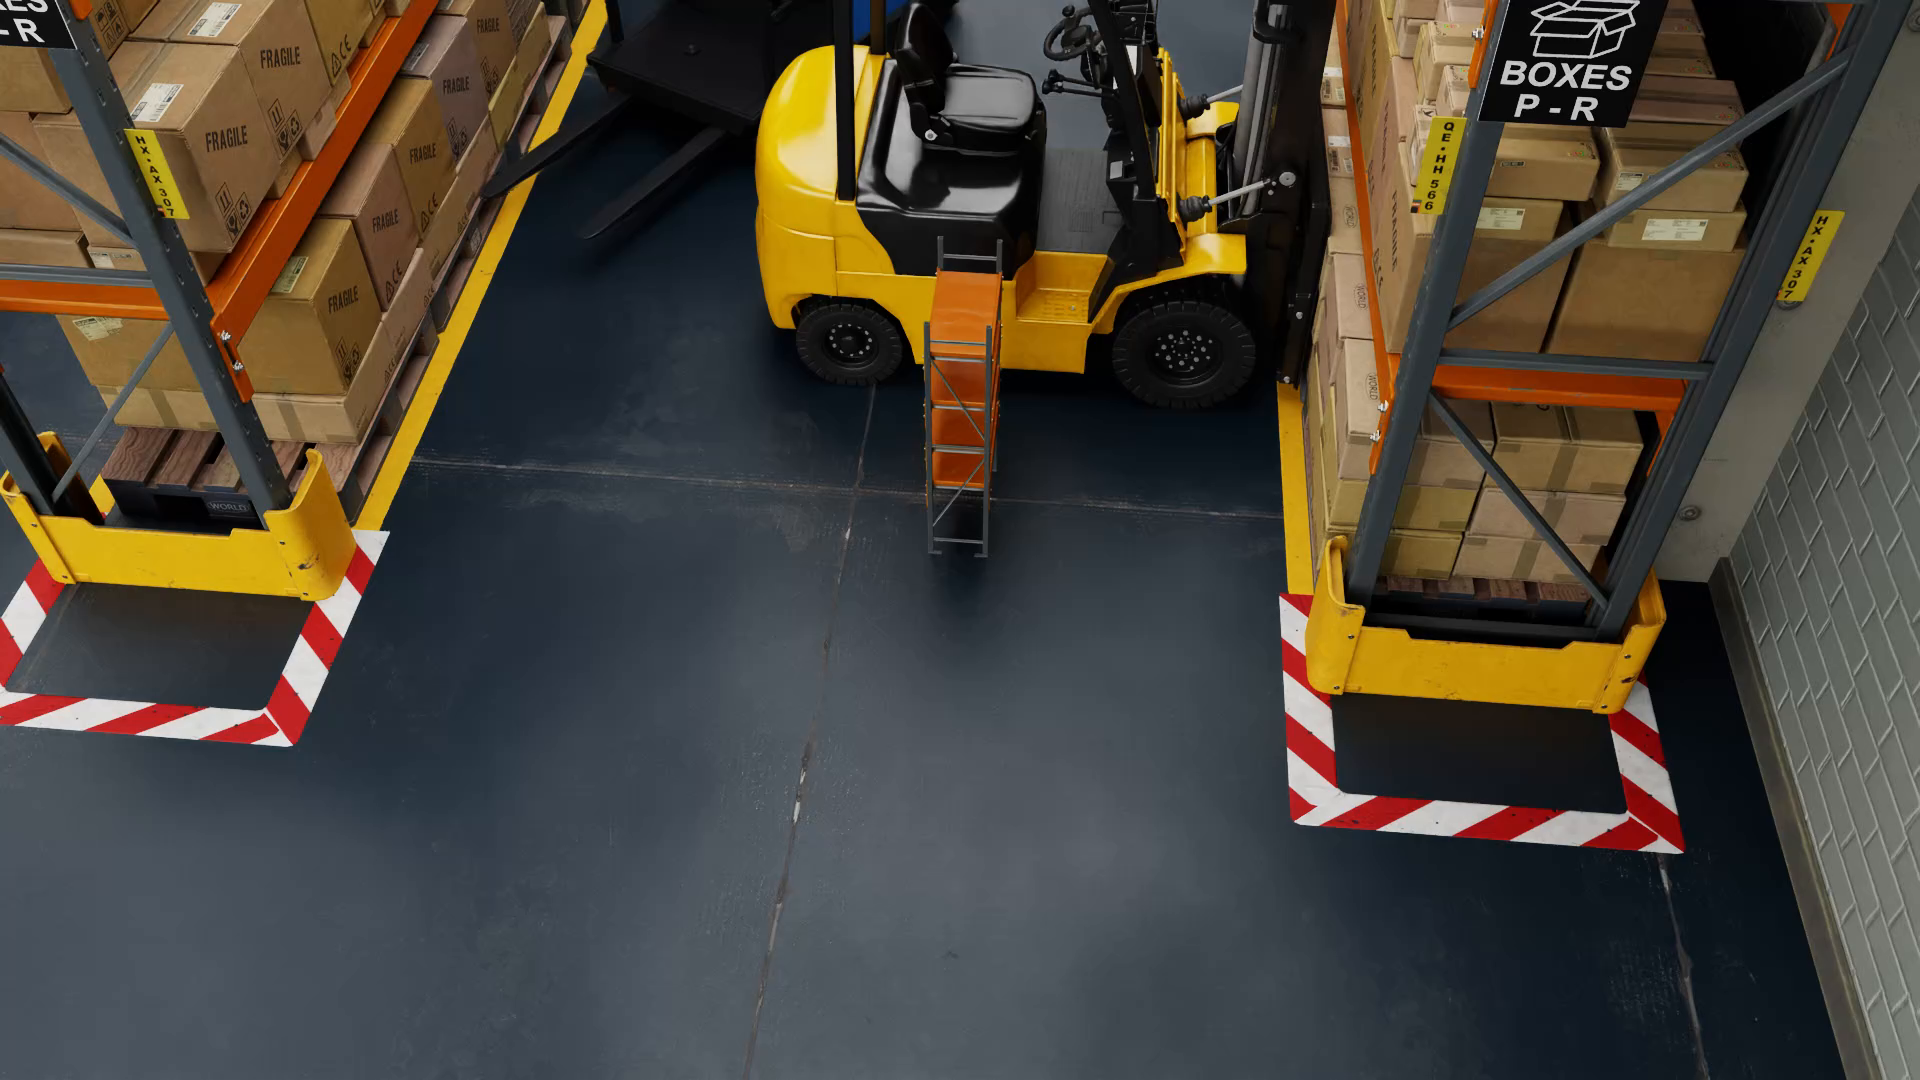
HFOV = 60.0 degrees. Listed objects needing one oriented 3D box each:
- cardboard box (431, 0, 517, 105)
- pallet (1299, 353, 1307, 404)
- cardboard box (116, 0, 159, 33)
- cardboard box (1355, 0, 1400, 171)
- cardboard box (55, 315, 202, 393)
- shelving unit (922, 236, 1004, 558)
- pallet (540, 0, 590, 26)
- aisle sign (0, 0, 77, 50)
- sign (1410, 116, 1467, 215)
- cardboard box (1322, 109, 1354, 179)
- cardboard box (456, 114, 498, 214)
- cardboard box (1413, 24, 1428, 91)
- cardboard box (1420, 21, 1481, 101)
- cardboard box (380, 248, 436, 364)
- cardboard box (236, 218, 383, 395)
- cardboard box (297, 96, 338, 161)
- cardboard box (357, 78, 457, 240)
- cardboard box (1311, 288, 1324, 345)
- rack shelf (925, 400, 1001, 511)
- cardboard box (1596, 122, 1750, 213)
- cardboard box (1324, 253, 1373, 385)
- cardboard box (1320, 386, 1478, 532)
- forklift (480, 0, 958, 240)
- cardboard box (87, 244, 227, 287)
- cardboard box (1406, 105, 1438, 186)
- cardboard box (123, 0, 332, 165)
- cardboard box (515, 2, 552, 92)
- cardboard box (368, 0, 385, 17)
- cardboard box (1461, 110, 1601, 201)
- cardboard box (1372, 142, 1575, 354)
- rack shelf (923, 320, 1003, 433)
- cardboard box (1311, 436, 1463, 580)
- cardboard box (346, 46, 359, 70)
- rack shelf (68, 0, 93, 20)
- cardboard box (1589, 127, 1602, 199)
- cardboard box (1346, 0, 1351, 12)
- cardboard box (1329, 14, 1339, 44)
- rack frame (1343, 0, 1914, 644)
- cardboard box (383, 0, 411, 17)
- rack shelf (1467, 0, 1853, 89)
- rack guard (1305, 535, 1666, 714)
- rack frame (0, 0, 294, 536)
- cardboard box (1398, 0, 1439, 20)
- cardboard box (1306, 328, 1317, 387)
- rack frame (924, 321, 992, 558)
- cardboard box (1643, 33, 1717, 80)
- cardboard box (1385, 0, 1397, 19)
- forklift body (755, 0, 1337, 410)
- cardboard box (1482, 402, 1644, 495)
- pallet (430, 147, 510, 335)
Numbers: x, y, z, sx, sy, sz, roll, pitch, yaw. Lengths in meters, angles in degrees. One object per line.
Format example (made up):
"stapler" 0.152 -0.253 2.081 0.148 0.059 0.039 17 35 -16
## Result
"cardboard box" -2.504 -2.458 8.036 0.500 0.500 0.500 5 48 4
"pallet" 2.048 -1.065 7.581 1.003 0.211 1.213 4 48 4
"cardboard box" -3.155 -2.112 5.702 0.700 0.500 0.500 4 48 4
"cardboard box" 1.792 -1.718 6.221 0.500 0.500 0.500 3 48 3
"cardboard box" -3.224 -0.952 6.658 0.500 0.500 0.500 4 48 4
"shelving unit" 0.015 -0.527 6.419 0.258 1.200 0.503 4 48 4
"pallet" -2.603 -3.449 9.762 1.003 0.211 1.213 4 48 4
"aisle sign" -2.734 -1.690 4.501 0.394 0.787 0.004 4 48 4
"sign" 1.367 -1.065 4.746 0.100 0.325 0.005 4 48 4
"cardboard box" 1.768 -1.577 7.061 0.500 0.250 0.500 3 48 3
"cardboard box" -2.549 -1.814 7.955 0.500 0.250 0.500 5 48 4
"cardboard box" 1.771 -1.632 5.702 0.380 0.149 0.250 4 48 3
"cardboard box" 1.717 -1.556 5.431 0.380 0.149 0.250 5 48 4
"cardboard box" -2.635 -1.041 7.248 0.500 0.250 0.500 5 48 5
"cardboard box" -2.687 -0.937 6.645 0.500 0.500 0.500 2 48 2
"cardboard box" -2.618 -1.589 6.341 0.380 0.149 0.250 5 48 4
"cardboard box" -2.590 -1.690 7.333 0.500 0.500 0.500 5 48 4
"cardboard box" 1.722 -1.057 6.924 0.500 0.250 0.500 3 48 3
"rack shelf" 0.015 -0.347 6.615 0.258 0.148 0.480 4 48 4
"cardboard box" 2.149 -1.133 5.045 0.380 0.149 0.250 3 48 3
"cardboard box" 1.678 -0.834 6.381 0.500 0.250 0.500 5 48 4
"cardboard box" 1.639 -0.309 6.240 0.500 0.250 0.500 3 48 3
"forklift" -1.217 -3.311 7.792 1.130 2.935 3.031 25 52 21
"cardboard box" -2.800 -1.030 5.829 0.380 0.149 0.250 4 48 4
"cardboard box" 1.652 -1.264 5.366 0.380 0.149 0.250 5 48 4
"cardboard box" -2.674 -1.723 6.024 0.500 0.500 0.500 5 48 5
"cardboard box" -2.459 -2.579 8.655 0.500 0.250 0.500 6 48 5
"cardboard box" -2.591 -2.472 6.709 0.500 0.500 0.500 3 48 3
"cardboard box" 1.729 -1.178 5.086 0.380 0.149 0.250 4 48 4
"cardboard box" 1.689 -0.961 5.528 0.500 0.500 0.500 3 48 3
"rack shelf" 0.015 -0.632 6.303 0.258 0.148 0.480 4 48 4
"cardboard box" 1.634 -0.128 6.413 0.500 0.250 0.500 4 48 4
"cardboard box" -2.663 -1.980 6.698 0.380 0.149 0.250 5 48 5
"rack shelf" -2.855 -3.118 6.024 1.077 0.370 4.000 4 48 4
"cardboard box" 2.154 -1.218 5.324 0.380 0.149 0.250 4 48 4
"cardboard box" 1.894 -2.456 6.896 0.500 0.500 0.500 3 48 3
"cardboard box" 1.857 -2.329 7.748 0.500 0.250 0.500 4 48 4
"rack frame" 1.906 -0.548 5.218 1.000 3.000 0.127 4 48 4
"cardboard box" -2.528 -2.352 7.039 0.380 0.149 0.250 4 48 4
"rack shelf" 2.088 -2.787 5.721 1.077 0.370 4.000 4 48 4
"rack guard" 1.904 0.314 6.124 1.175 0.500 0.348 4 48 4
"rack frame" -3.037 -0.879 5.521 1.000 3.000 0.127 4 48 4
"cardboard box" 1.727 -1.932 5.776 0.380 0.149 0.250 5 48 4
"cardboard box" 1.743 -0.860 7.082 0.500 0.250 0.500 4 48 4
"rack frame" -0.007 -0.347 6.255 0.240 1.200 0.015 4 48 4
"cardboard box" 2.217 -1.518 5.397 0.380 0.149 0.250 5 48 4
"cardboard box" 1.751 -2.018 6.056 0.380 0.149 0.250 4 48 4
"forklift body" 0.262 -1.777 6.918 2.313 2.155 1.214 4 48 4
"cardboard box" 2.138 -0.439 6.020 0.500 0.250 0.500 3 48 3
"pallet" -2.808 -1.482 7.962 1.003 0.211 1.213 4 48 4
